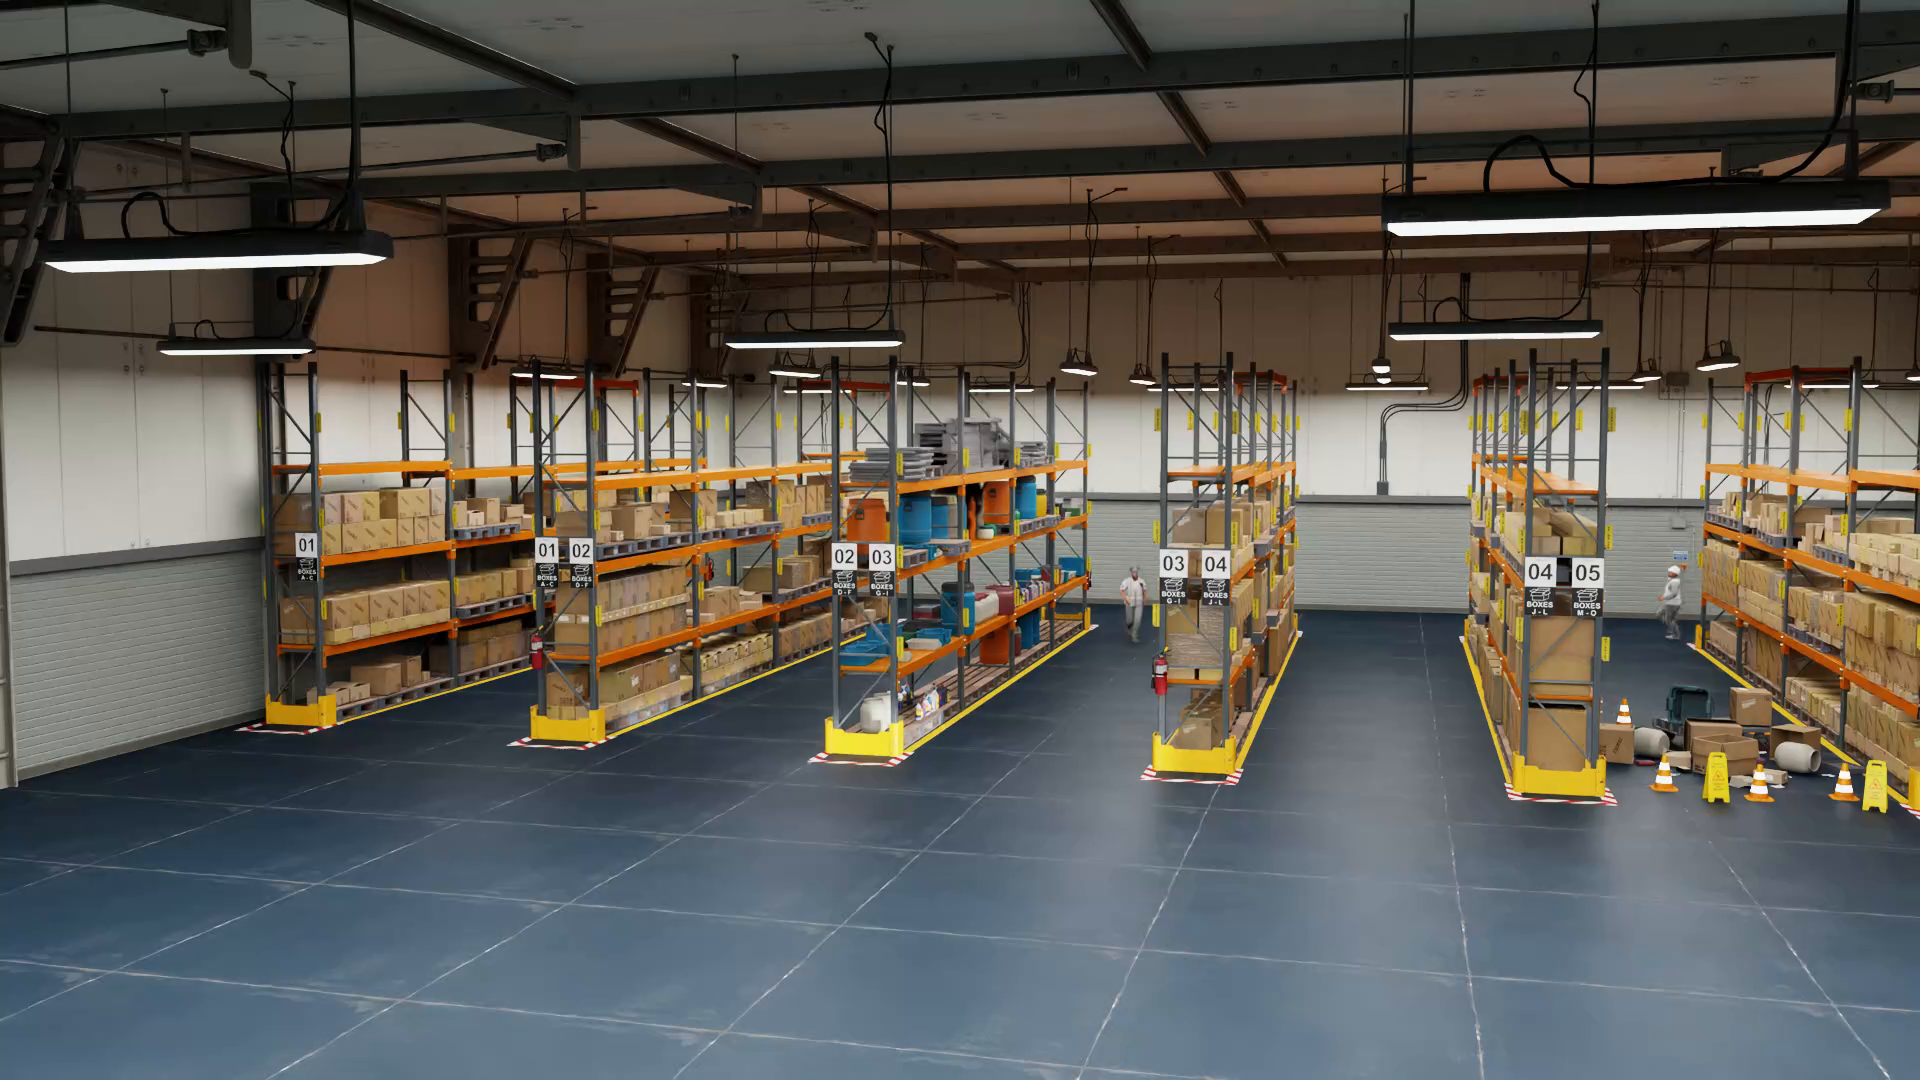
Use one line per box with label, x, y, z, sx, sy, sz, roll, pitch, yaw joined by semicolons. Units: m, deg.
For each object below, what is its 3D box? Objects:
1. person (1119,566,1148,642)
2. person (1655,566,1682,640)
person;3.994;1.455;38.243;0.656;1.748;0.639;0;4;-3
person;16.367;1.452;38.344;0.571;1.714;0.659;1;4;17
